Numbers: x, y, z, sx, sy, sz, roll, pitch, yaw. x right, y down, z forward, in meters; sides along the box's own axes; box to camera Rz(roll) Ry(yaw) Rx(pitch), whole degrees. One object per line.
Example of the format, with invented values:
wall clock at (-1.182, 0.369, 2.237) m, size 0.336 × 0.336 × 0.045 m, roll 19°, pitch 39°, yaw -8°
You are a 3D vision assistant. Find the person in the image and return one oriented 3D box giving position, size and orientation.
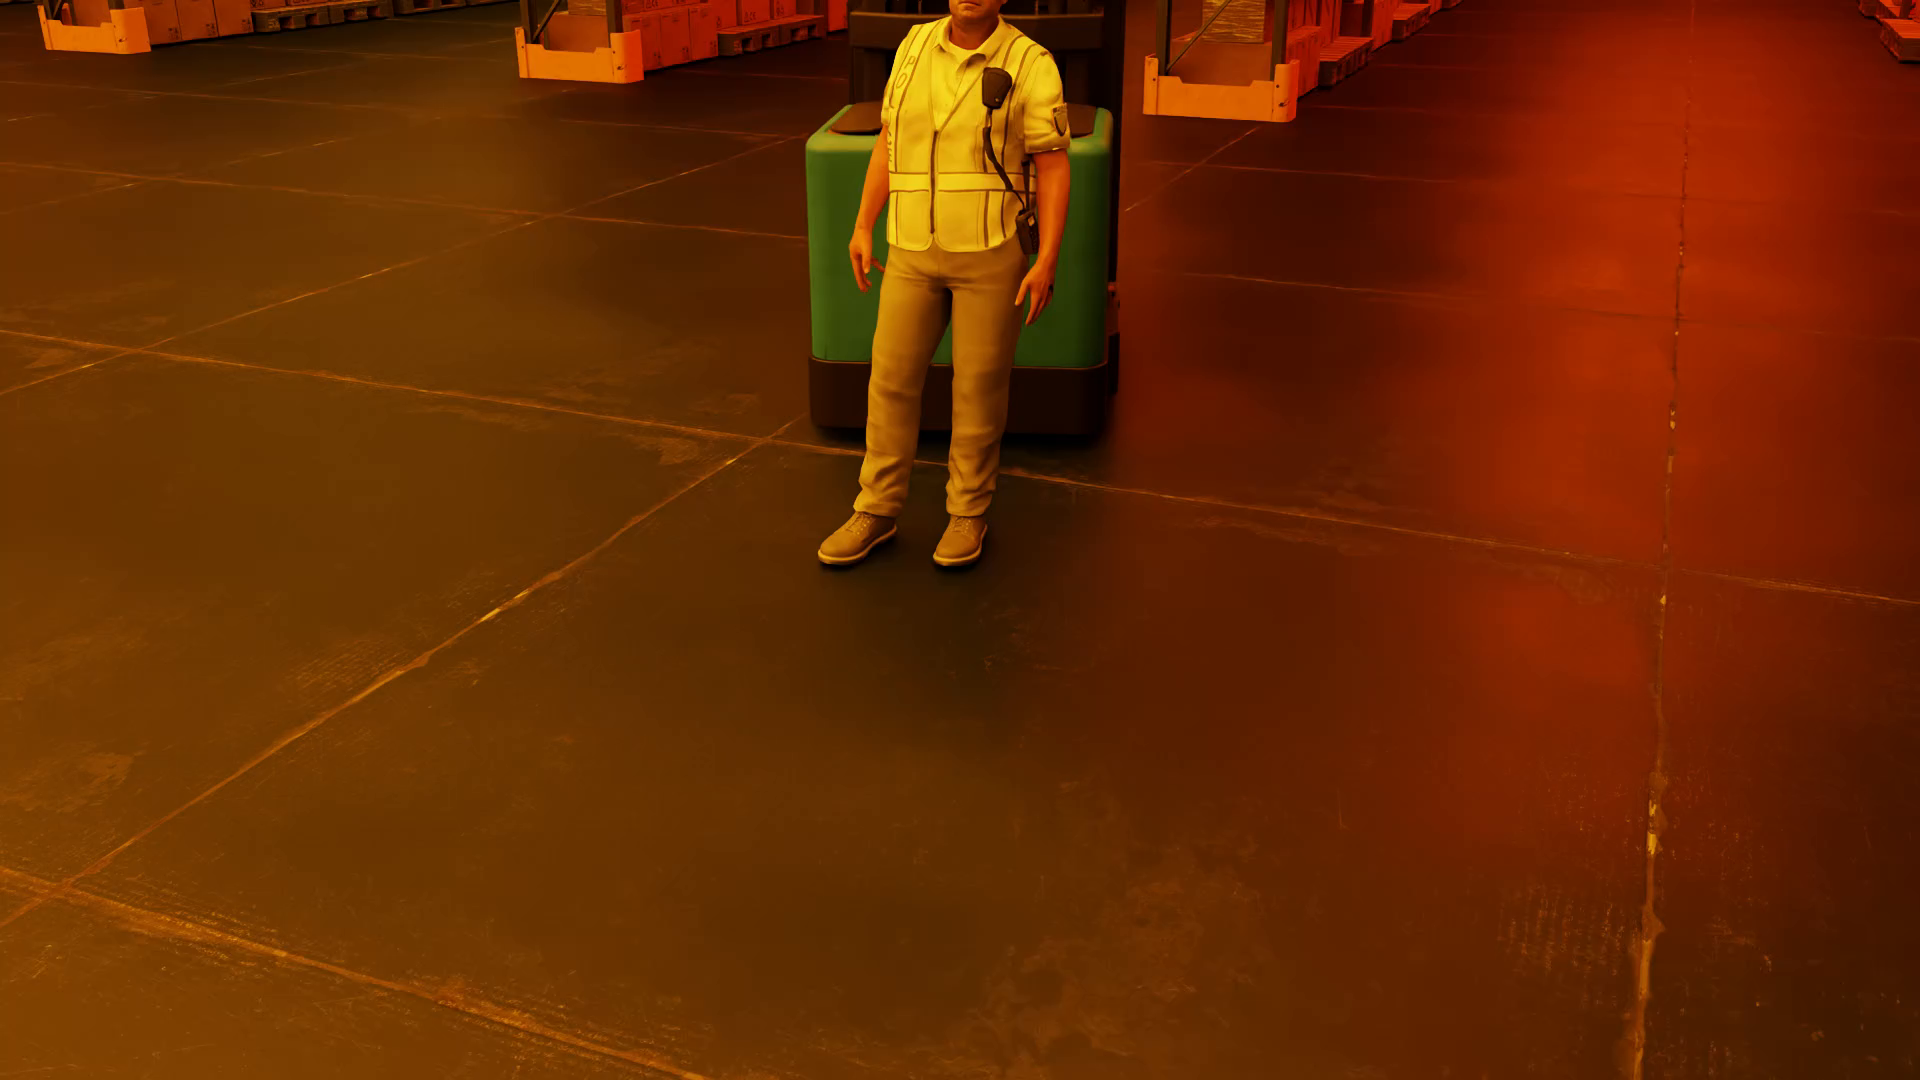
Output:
person at (-0.041, -0.803, 4.685) m, size 0.640 × 1.781 × 0.575 m, roll 9°, pitch 24°, yaw 21°

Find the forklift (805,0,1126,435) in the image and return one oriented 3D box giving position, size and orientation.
forklift at (0.127, -2.246, 6.667) m, size 1.130 × 2.935 × 3.031 m, roll 2°, pitch 23°, yaw 5°
